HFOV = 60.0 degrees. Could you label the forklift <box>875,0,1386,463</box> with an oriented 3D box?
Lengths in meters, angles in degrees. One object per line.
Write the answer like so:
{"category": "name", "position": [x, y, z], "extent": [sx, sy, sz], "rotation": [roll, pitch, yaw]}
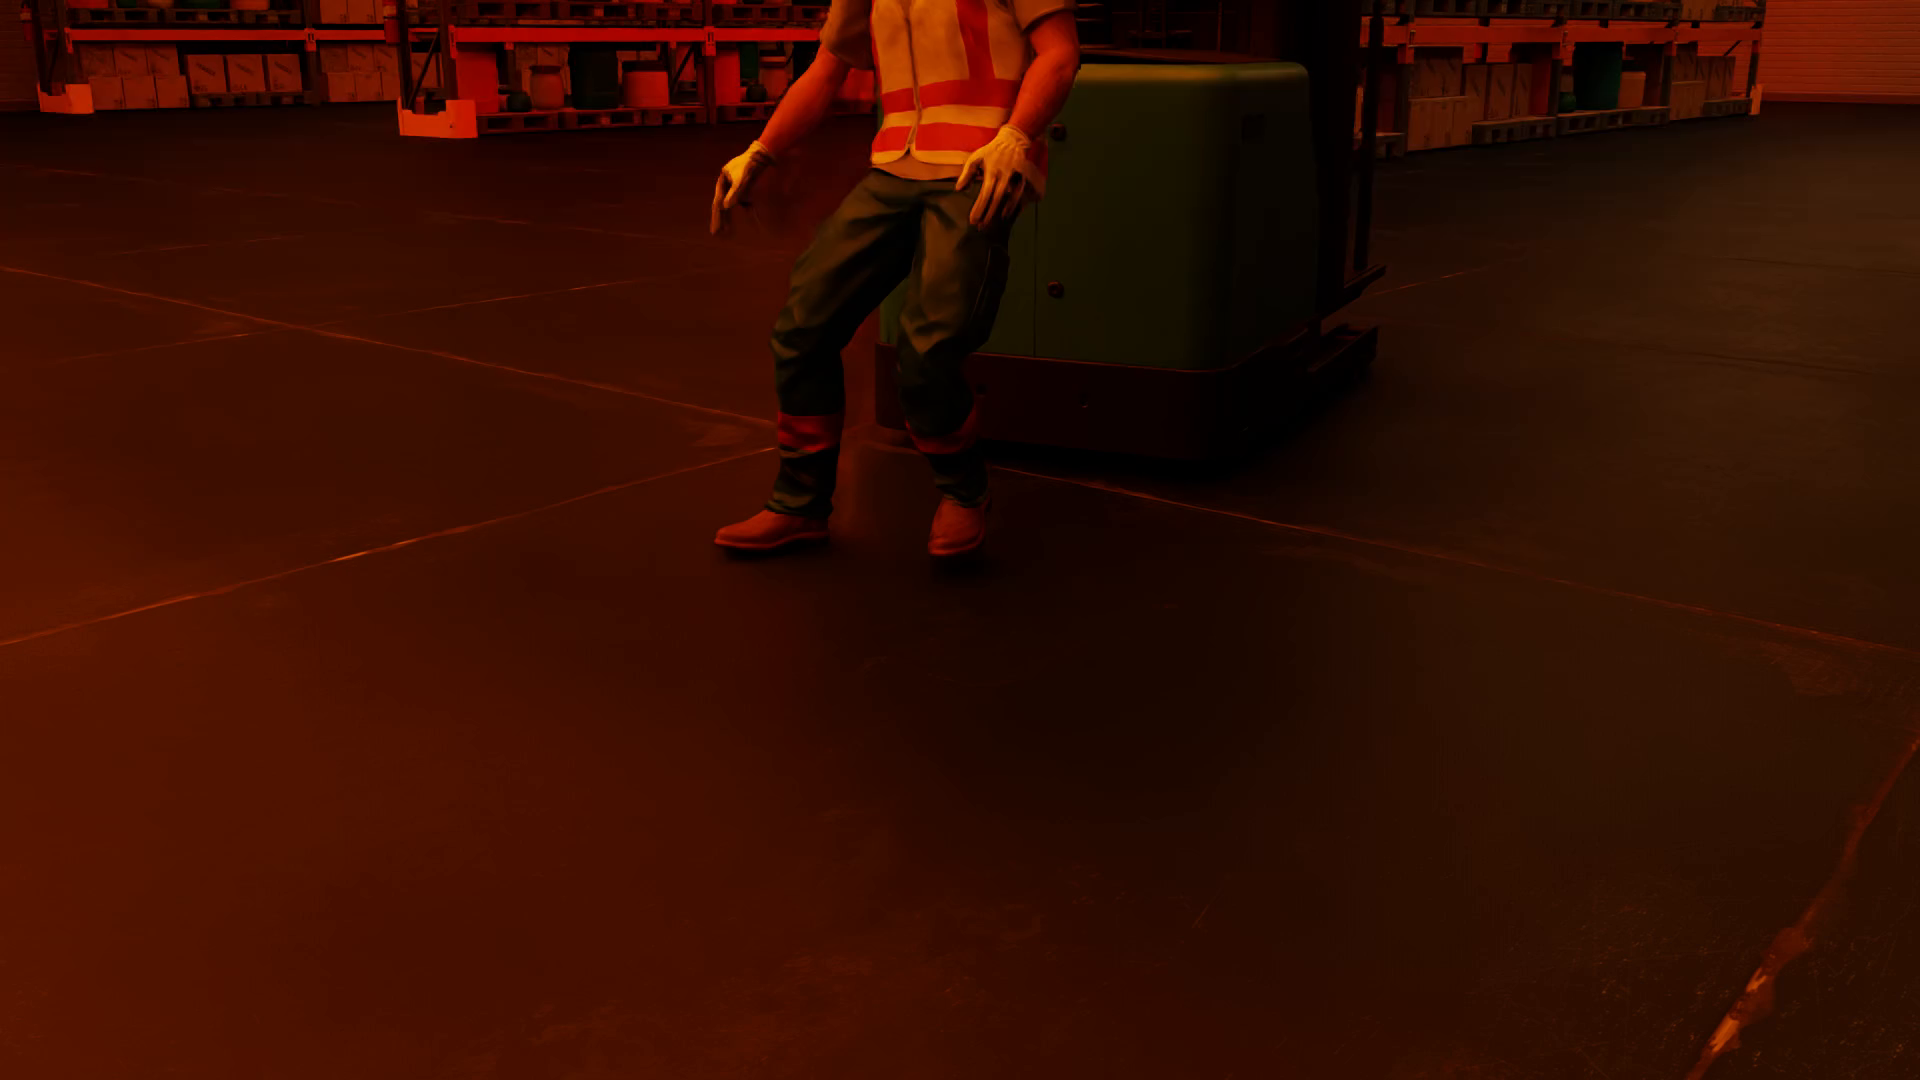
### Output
{"category": "forklift", "position": [0.839, -1.994, 5.465], "extent": [1.130, 2.935, 3.031], "rotation": [8, 19, 24]}

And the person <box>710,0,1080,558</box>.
{"category": "person", "position": [-0.146, -0.771, 3.568], "extent": [0.806, 1.700, 0.570], "rotation": [14, 22, 39]}
